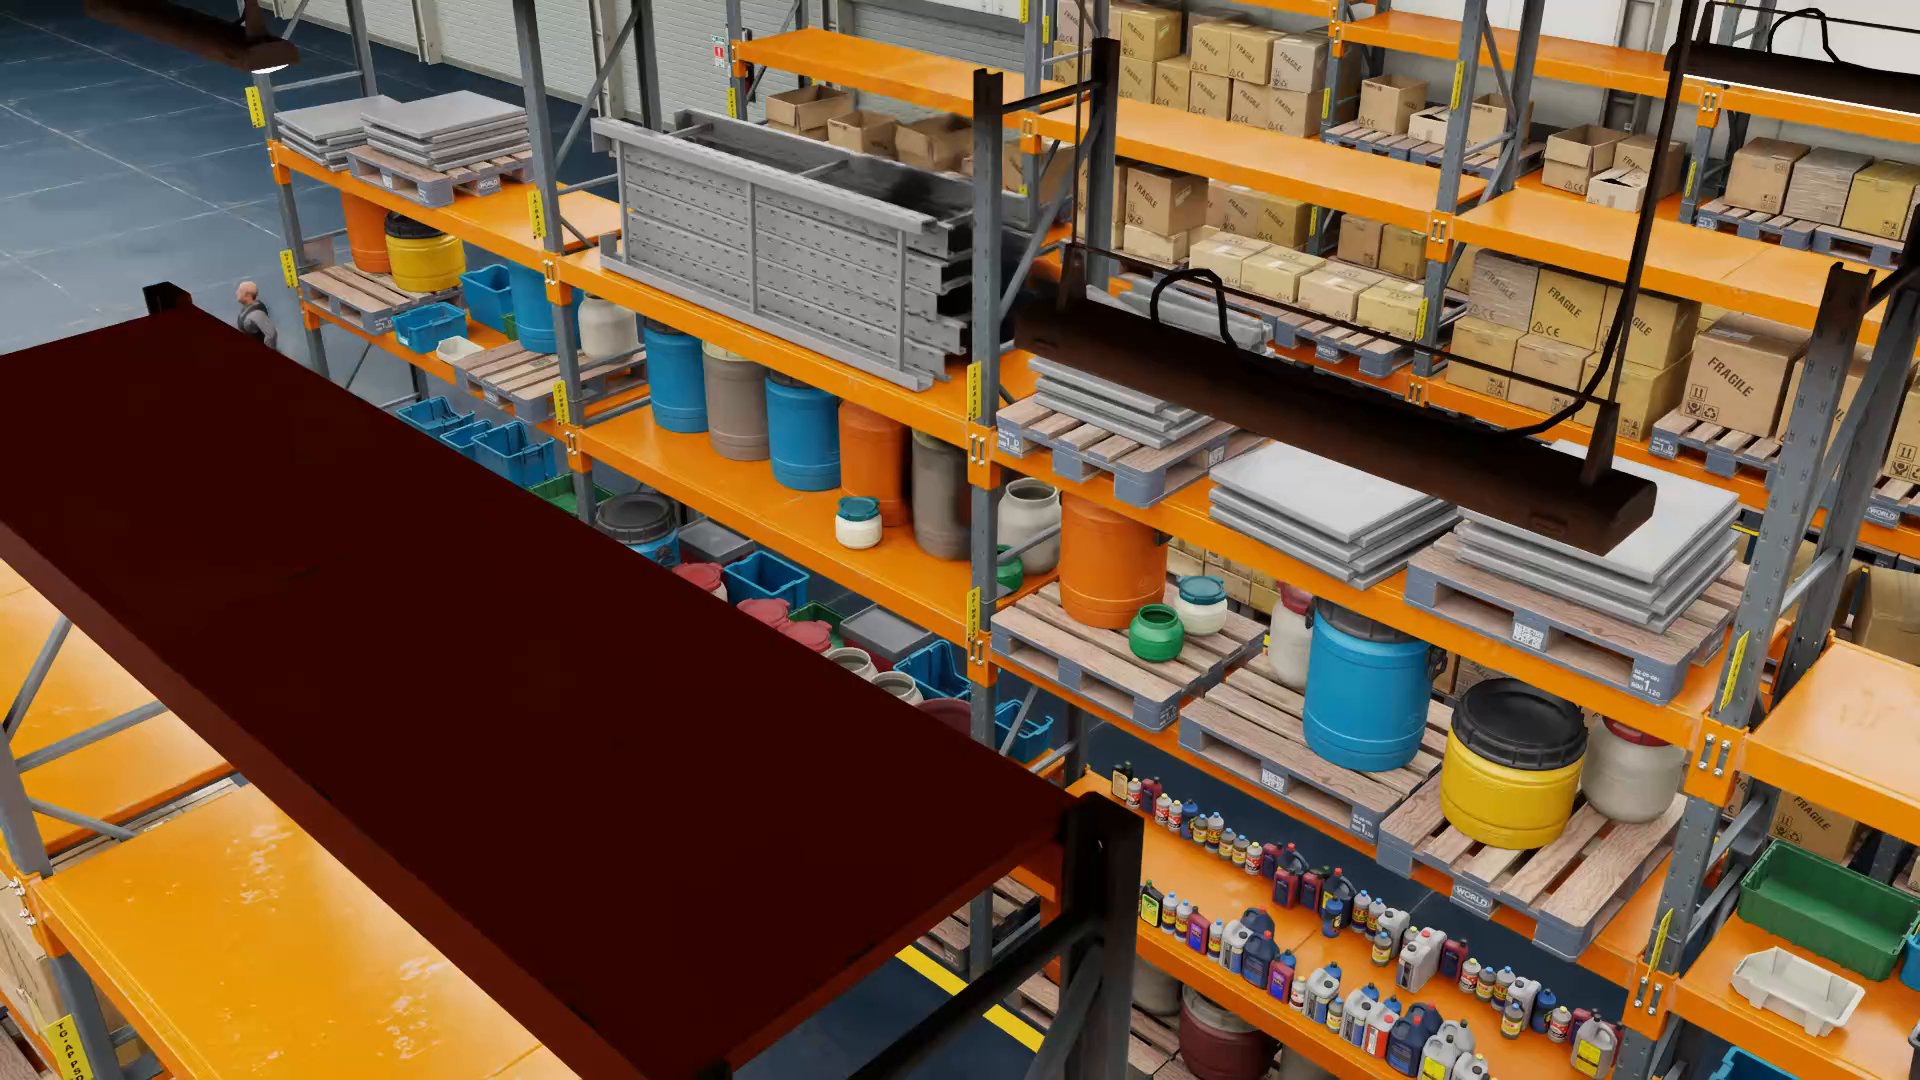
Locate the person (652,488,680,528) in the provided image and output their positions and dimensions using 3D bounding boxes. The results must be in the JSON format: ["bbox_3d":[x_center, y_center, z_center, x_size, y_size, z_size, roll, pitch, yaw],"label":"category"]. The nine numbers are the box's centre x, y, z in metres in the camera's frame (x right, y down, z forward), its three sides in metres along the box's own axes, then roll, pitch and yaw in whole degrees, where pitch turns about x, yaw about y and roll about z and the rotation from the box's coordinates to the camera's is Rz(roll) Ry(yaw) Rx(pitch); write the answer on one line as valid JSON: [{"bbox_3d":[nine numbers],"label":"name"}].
[{"bbox_3d":[-2.776,-0.575,15.787,0.594,1.421,0.519,17,34,28],"label":"person"}]
